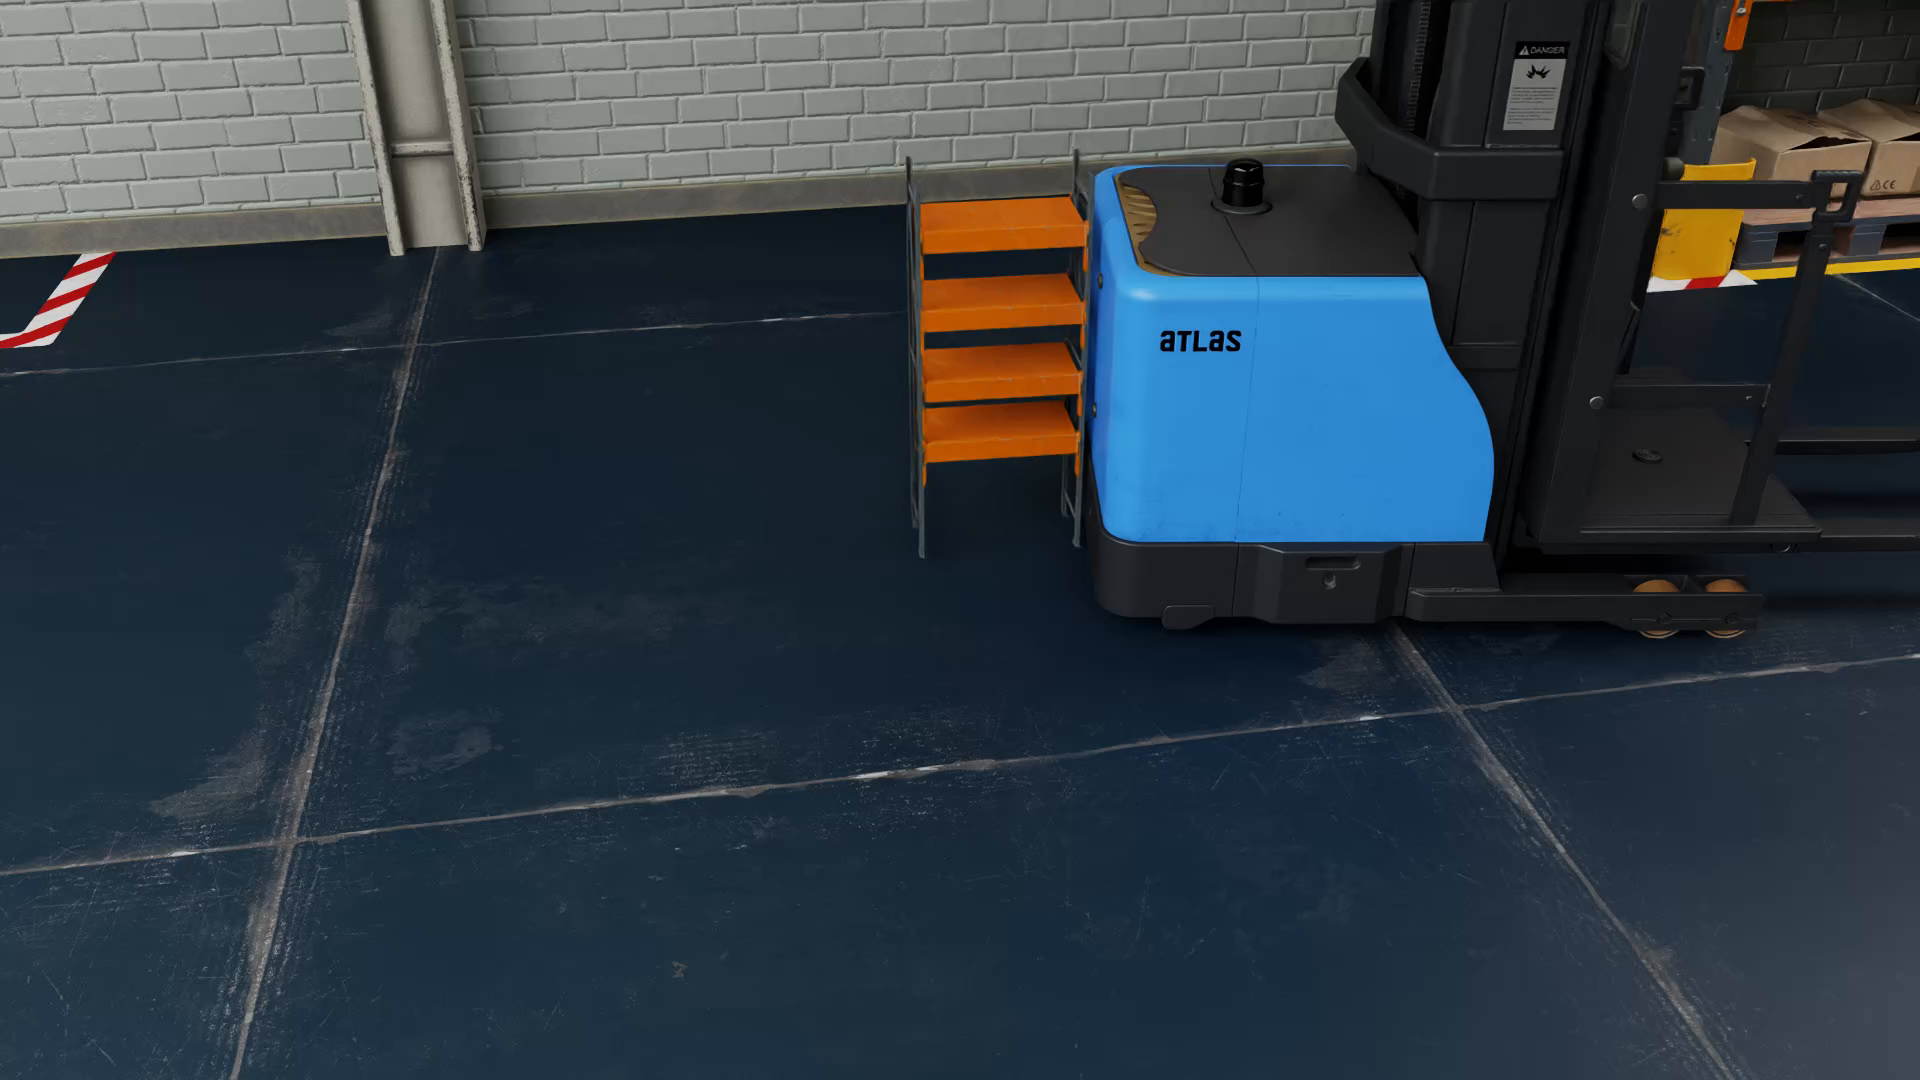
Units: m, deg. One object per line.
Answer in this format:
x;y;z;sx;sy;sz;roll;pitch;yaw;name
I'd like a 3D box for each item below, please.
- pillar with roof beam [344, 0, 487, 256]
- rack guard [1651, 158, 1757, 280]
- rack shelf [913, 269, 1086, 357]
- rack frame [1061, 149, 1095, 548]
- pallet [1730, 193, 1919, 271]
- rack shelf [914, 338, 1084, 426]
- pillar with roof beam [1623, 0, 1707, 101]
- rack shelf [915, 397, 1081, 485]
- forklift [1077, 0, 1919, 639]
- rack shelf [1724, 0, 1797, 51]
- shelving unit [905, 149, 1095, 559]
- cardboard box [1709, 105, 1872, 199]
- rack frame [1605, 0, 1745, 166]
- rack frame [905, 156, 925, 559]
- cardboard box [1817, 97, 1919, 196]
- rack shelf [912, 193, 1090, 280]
-1.590;-3.092;1.631;0.400;9.000;9.100;-5;31;-9;pillar with roof beam
3.078;-1.635;7.537;0.348;0.500;1.175;-5;31;-9;rack guard
0.110;-0.671;4.899;0.480;0.148;0.258;-4;31;-7;rack shelf
0.351;-0.553;5.007;0.015;1.200;0.240;-4;31;-7;rack frame
3.884;-1.567;7.706;1.213;0.211;1.003;-5;31;-9;pallet
0.110;-0.478;5.013;0.480;0.148;0.258;-4;31;-7;rack shelf
4.312;-3.640;2.563;0.400;9.000;9.100;-5;31;-9;pillar with roof beam
0.110;-0.307;5.113;0.480;0.148;0.258;-4;31;-7;rack shelf
1.906;-1.252;4.487;3.031;2.935;1.130;0;30;0;forklift
4.971;-2.578;7.384;4.000;0.370;1.077;-5;31;-9;rack shelf
0.110;-0.536;4.979;0.503;1.200;0.258;-4;31;-7;shelving unit
3.700;-1.754;7.493;0.500;0.311;0.500;-9;32;-15;cardboard box
3.004;-2.705;6.892;0.127;3.000;1.000;-5;31;-9;rack frame
-0.132;-0.520;4.950;0.015;1.200;0.240;-4;31;-7;rack frame
4.261;-1.806;7.581;0.500;0.311;0.500;-3;31;-5;cardboard box
0.110;-0.875;4.779;0.480;0.148;0.258;-4;31;-7;rack shelf
